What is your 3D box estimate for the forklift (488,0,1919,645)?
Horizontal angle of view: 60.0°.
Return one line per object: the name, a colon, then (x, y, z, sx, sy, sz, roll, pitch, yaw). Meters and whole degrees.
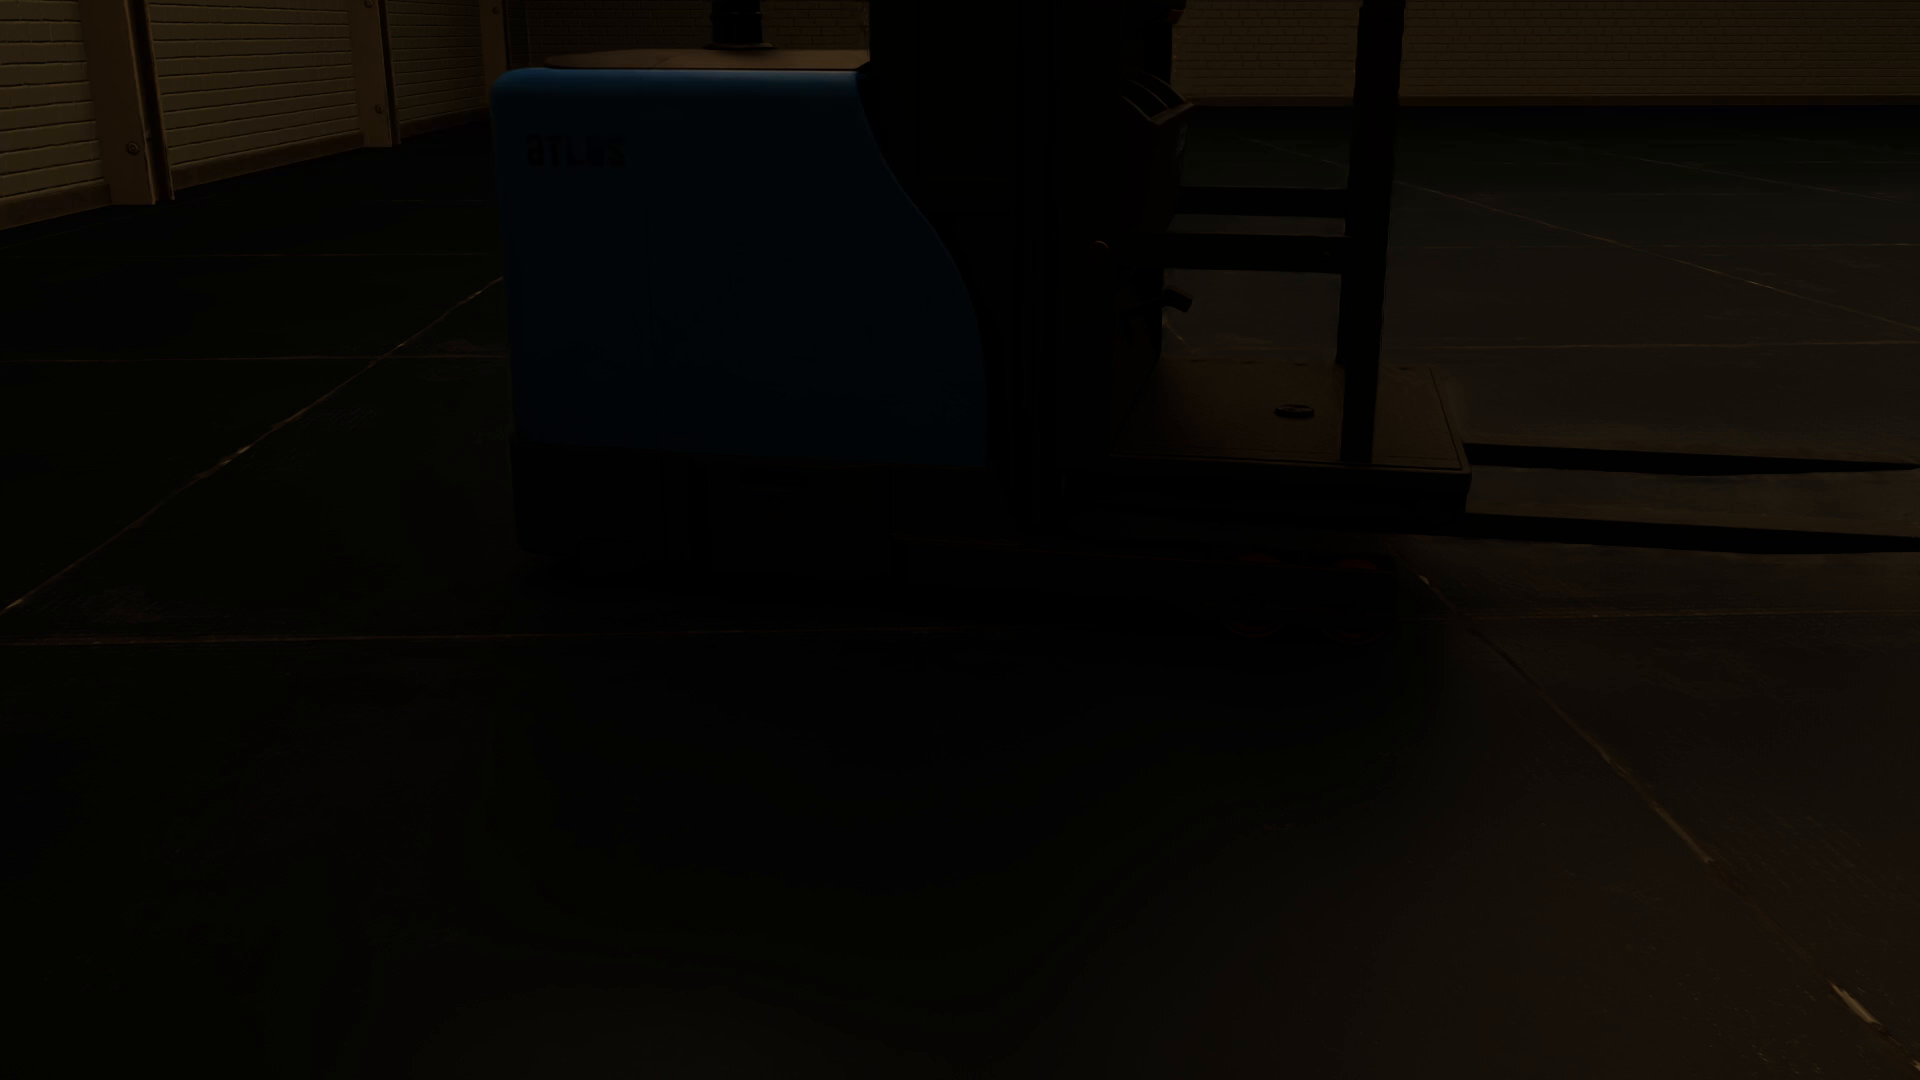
forklift: (0.598, -1.366, 3.372, 3.031, 2.935, 1.130, 3, 17, 11)
